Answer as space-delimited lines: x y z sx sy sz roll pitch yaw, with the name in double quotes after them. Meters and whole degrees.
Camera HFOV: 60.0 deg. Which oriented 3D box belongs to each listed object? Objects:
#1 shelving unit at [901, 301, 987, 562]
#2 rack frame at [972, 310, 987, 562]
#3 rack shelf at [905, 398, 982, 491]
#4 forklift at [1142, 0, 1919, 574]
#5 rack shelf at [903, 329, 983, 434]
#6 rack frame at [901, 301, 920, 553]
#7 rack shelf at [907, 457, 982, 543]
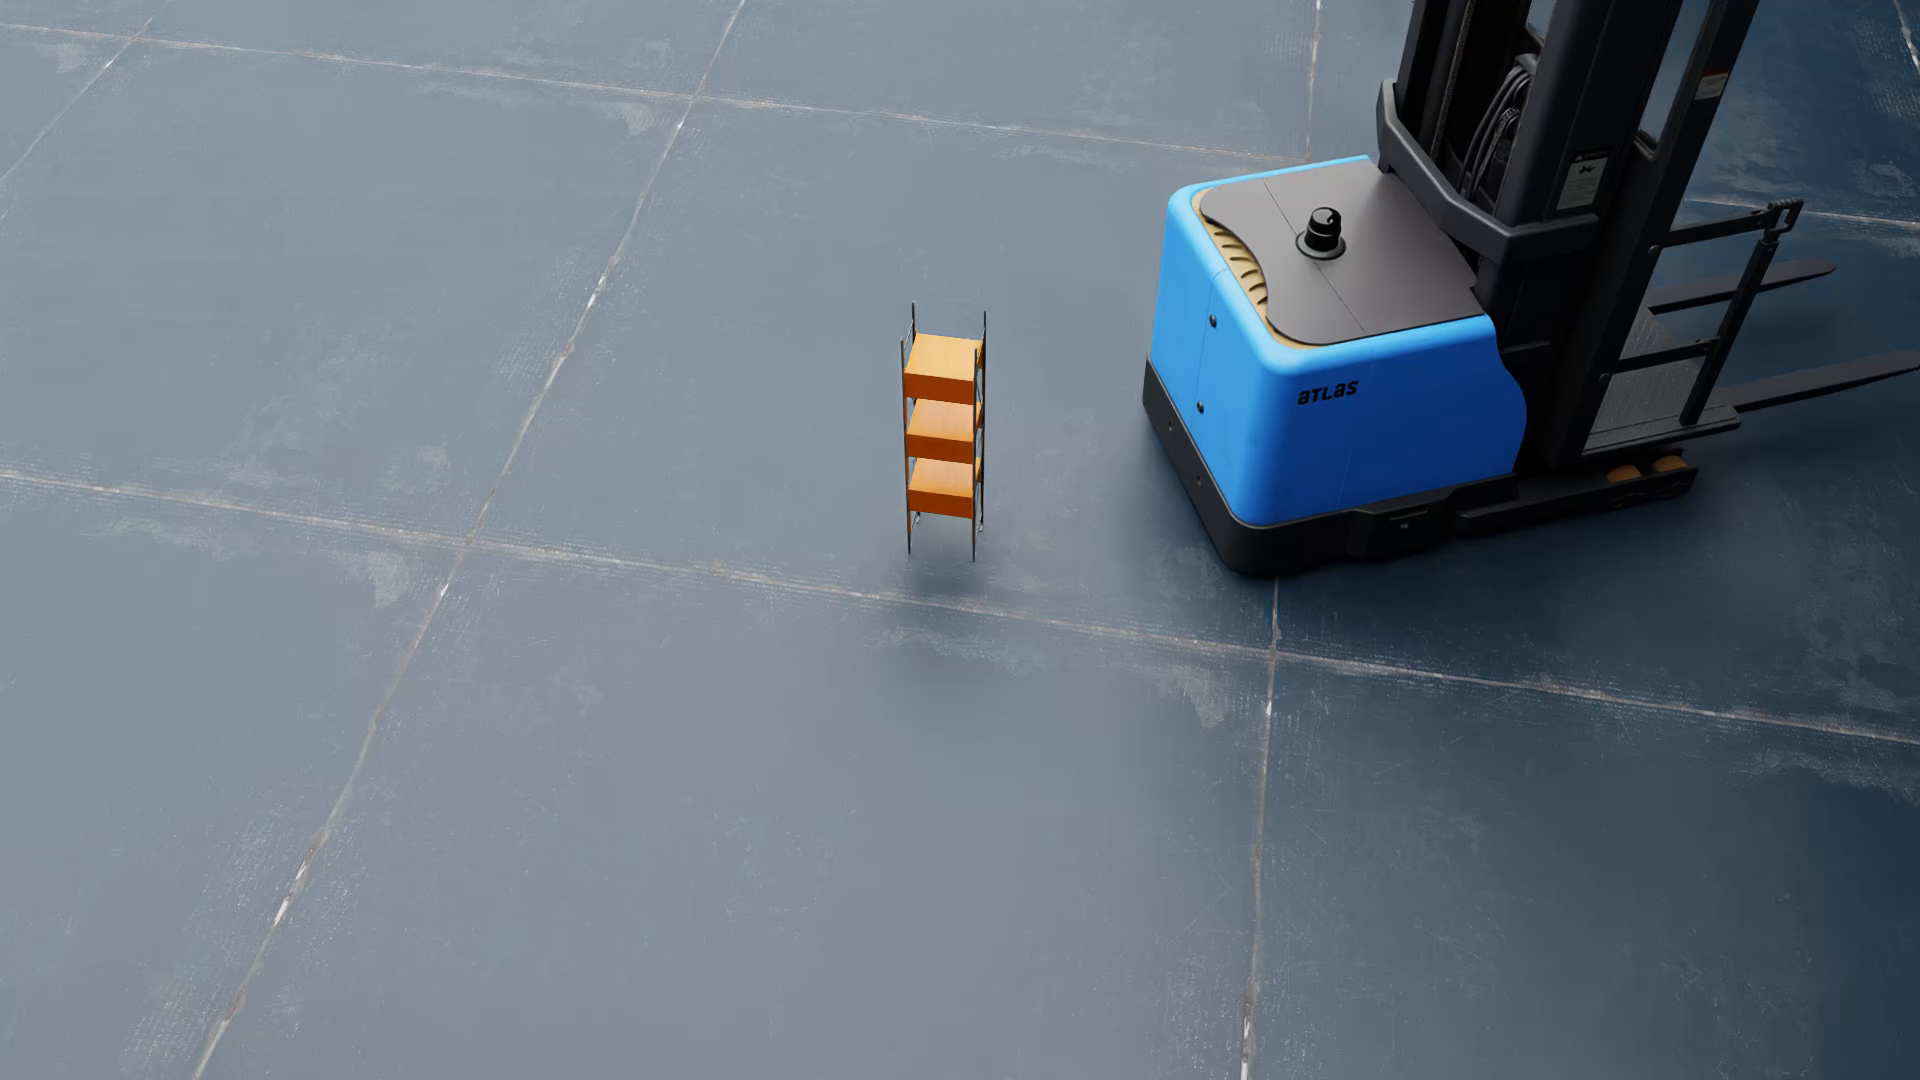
-0.053 -0.358 5.866 0.252 1.050 0.215 8 49 7 "shelving unit"
0.067 -0.342 5.851 0.008 1.050 0.200 8 49 7 "rack frame"
-0.053 -0.351 5.874 0.240 0.259 0.215 8 49 7 "rack shelf"
2.304 -1.473 5.603 3.031 2.935 1.130 -12 49 -10 "forklift"
-0.053 -0.541 5.663 0.240 0.259 0.215 8 49 7 "rack shelf"
-0.173 -0.374 5.880 0.008 1.050 0.200 8 49 7 "rack frame"
-0.053 -0.165 6.080 0.240 0.259 0.215 8 49 7 "rack shelf"
